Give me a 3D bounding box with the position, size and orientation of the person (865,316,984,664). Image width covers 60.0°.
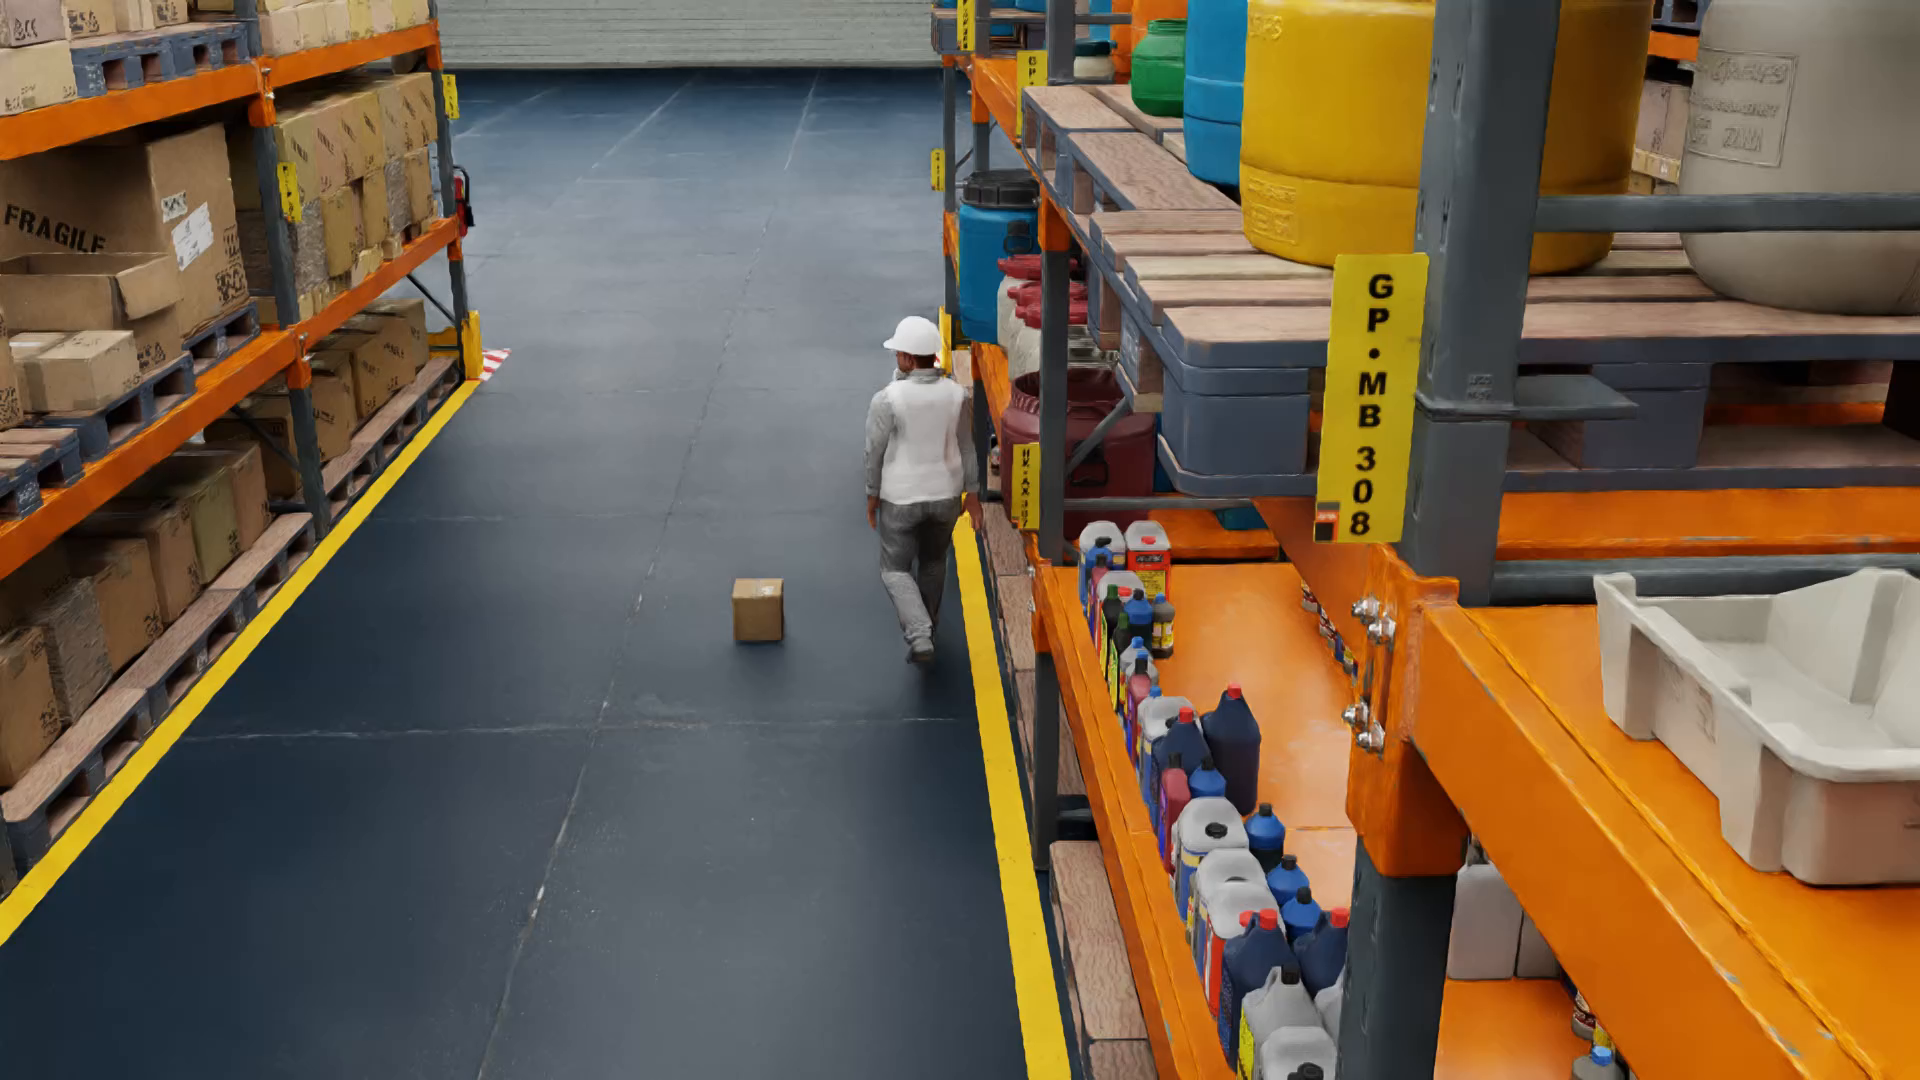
[{"bbox_3d":[-0.189,-0.232,8.177,0.583,1.759,0.878,-6,21,-16],"label":"person"}]
